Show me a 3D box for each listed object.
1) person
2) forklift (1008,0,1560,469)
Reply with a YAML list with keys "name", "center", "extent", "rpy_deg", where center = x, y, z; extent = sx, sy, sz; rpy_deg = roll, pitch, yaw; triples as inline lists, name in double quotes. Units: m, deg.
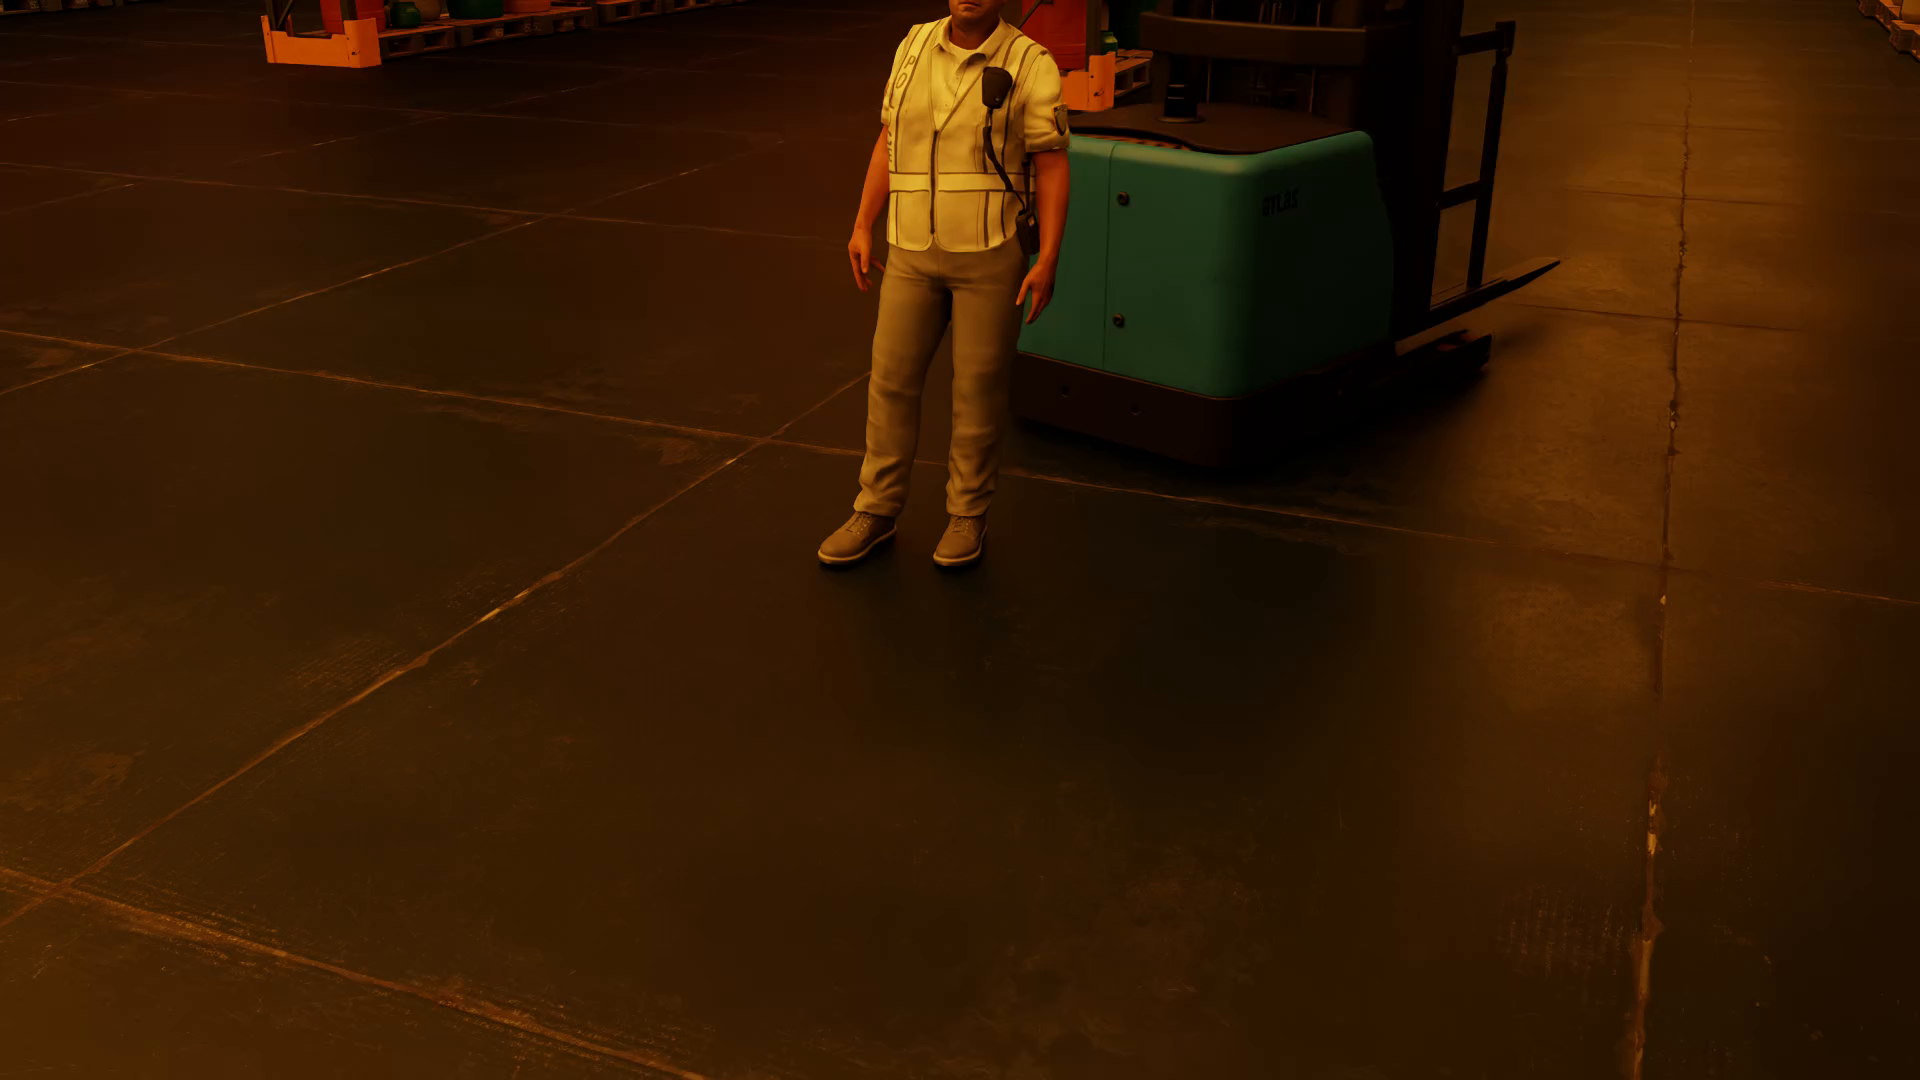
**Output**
- name: "person"
  center: [-0.041, -0.803, 4.685]
  extent: [0.640, 1.780, 0.575]
  rpy_deg: [9, 24, 21]
- name: "forklift"
  center: [1.483, -2.075, 6.256]
  extent: [1.130, 2.935, 3.031]
  rpy_deg: [19, 29, 38]
